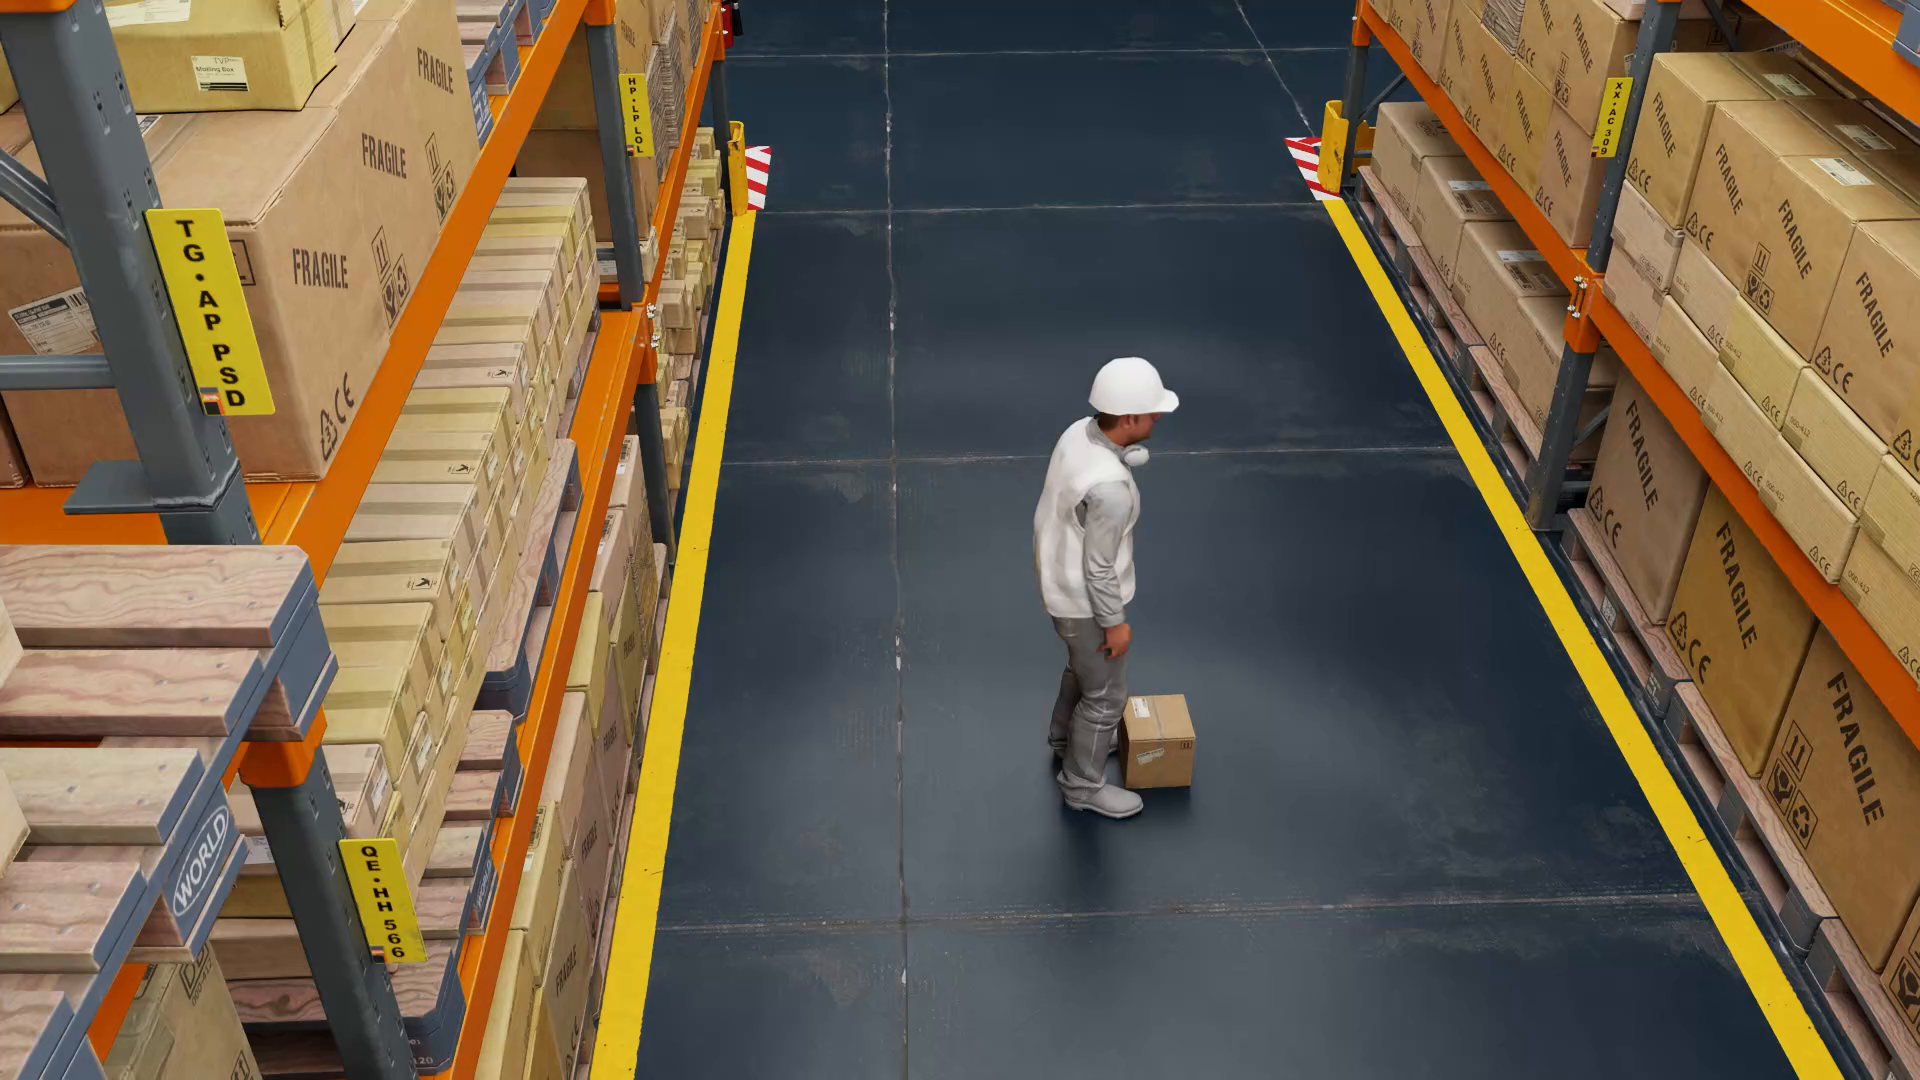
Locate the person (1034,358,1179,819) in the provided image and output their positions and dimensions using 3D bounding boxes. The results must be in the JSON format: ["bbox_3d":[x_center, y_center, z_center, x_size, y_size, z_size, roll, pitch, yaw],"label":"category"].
[{"bbox_3d":[0.491,0.157,5.898,0.466,1.771,0.584,-2,35,-3],"label":"person"}]
